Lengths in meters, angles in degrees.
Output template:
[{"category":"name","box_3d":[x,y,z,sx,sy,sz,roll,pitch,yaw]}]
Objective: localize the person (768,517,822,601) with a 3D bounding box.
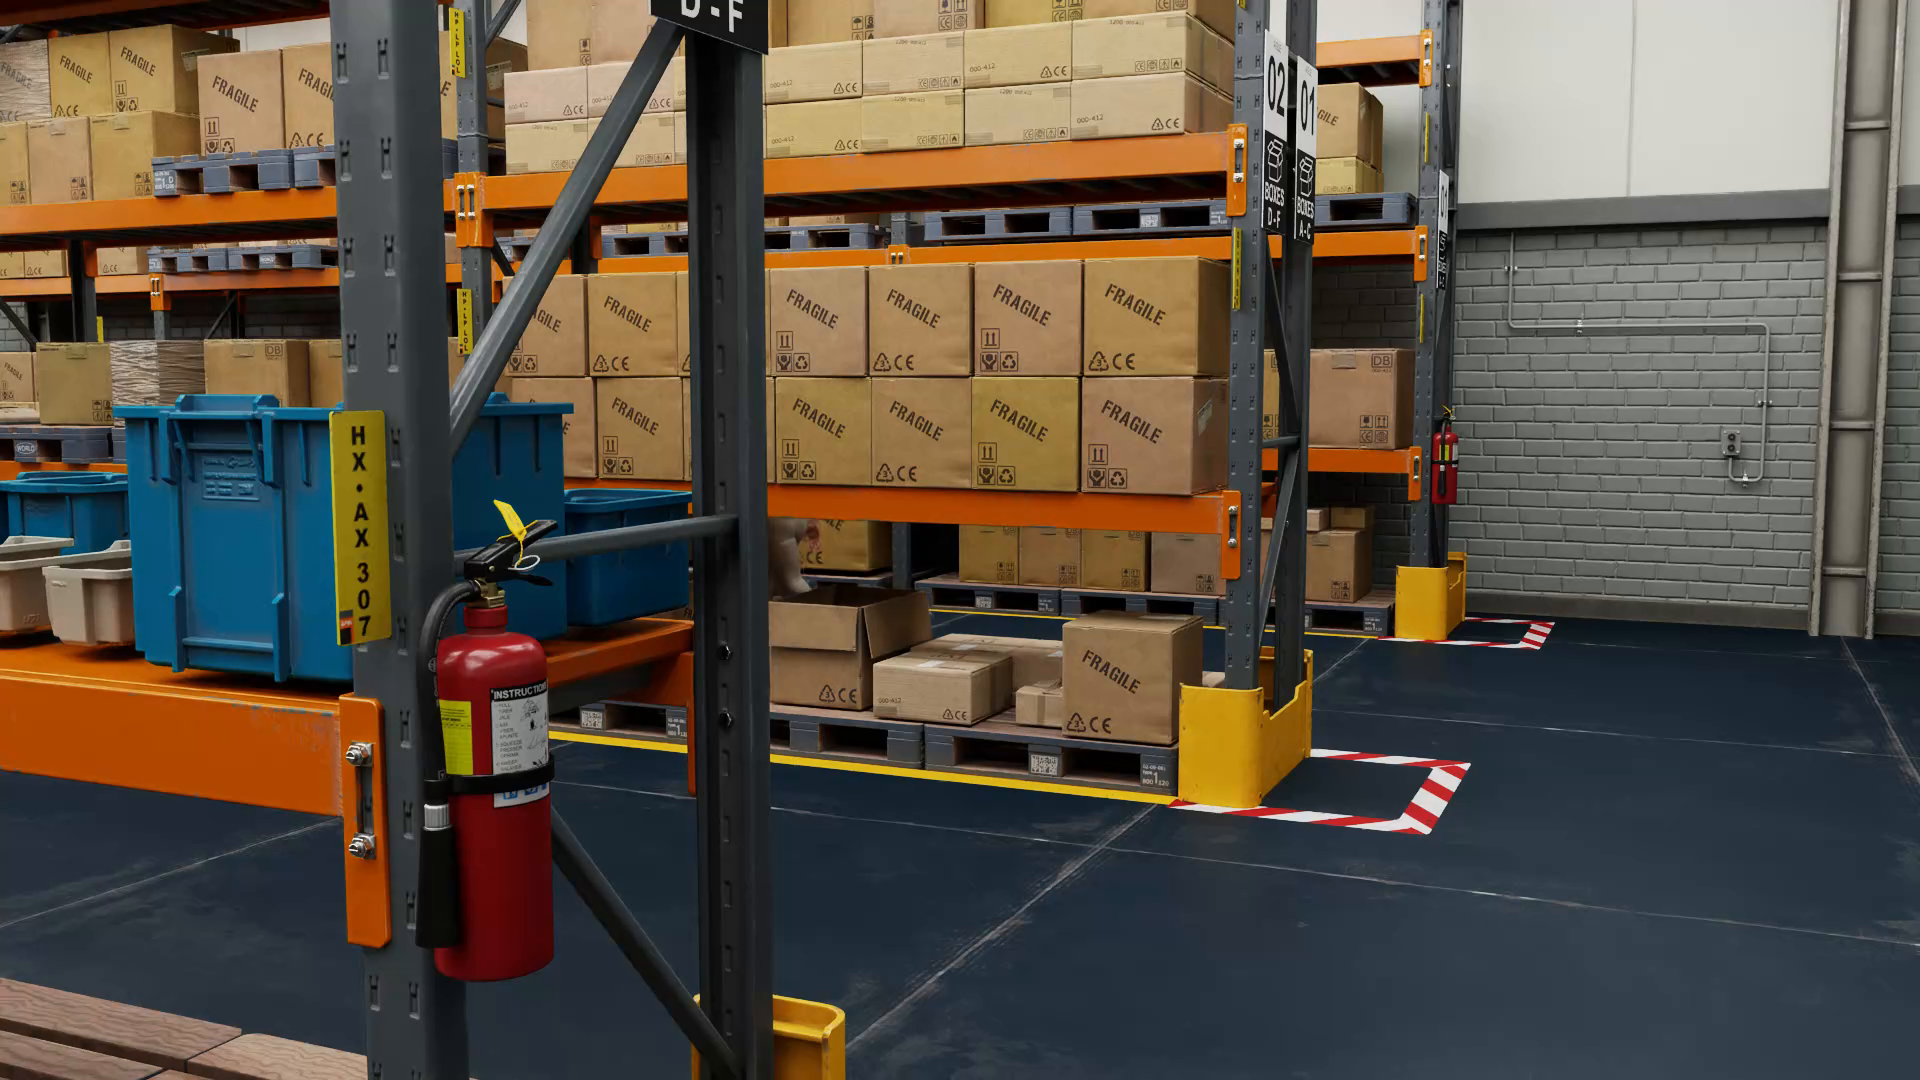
[{"category":"person","box_3d":[-1.249,-0.110,10.675,0.990,1.673,0.547,2,6,24]}]
